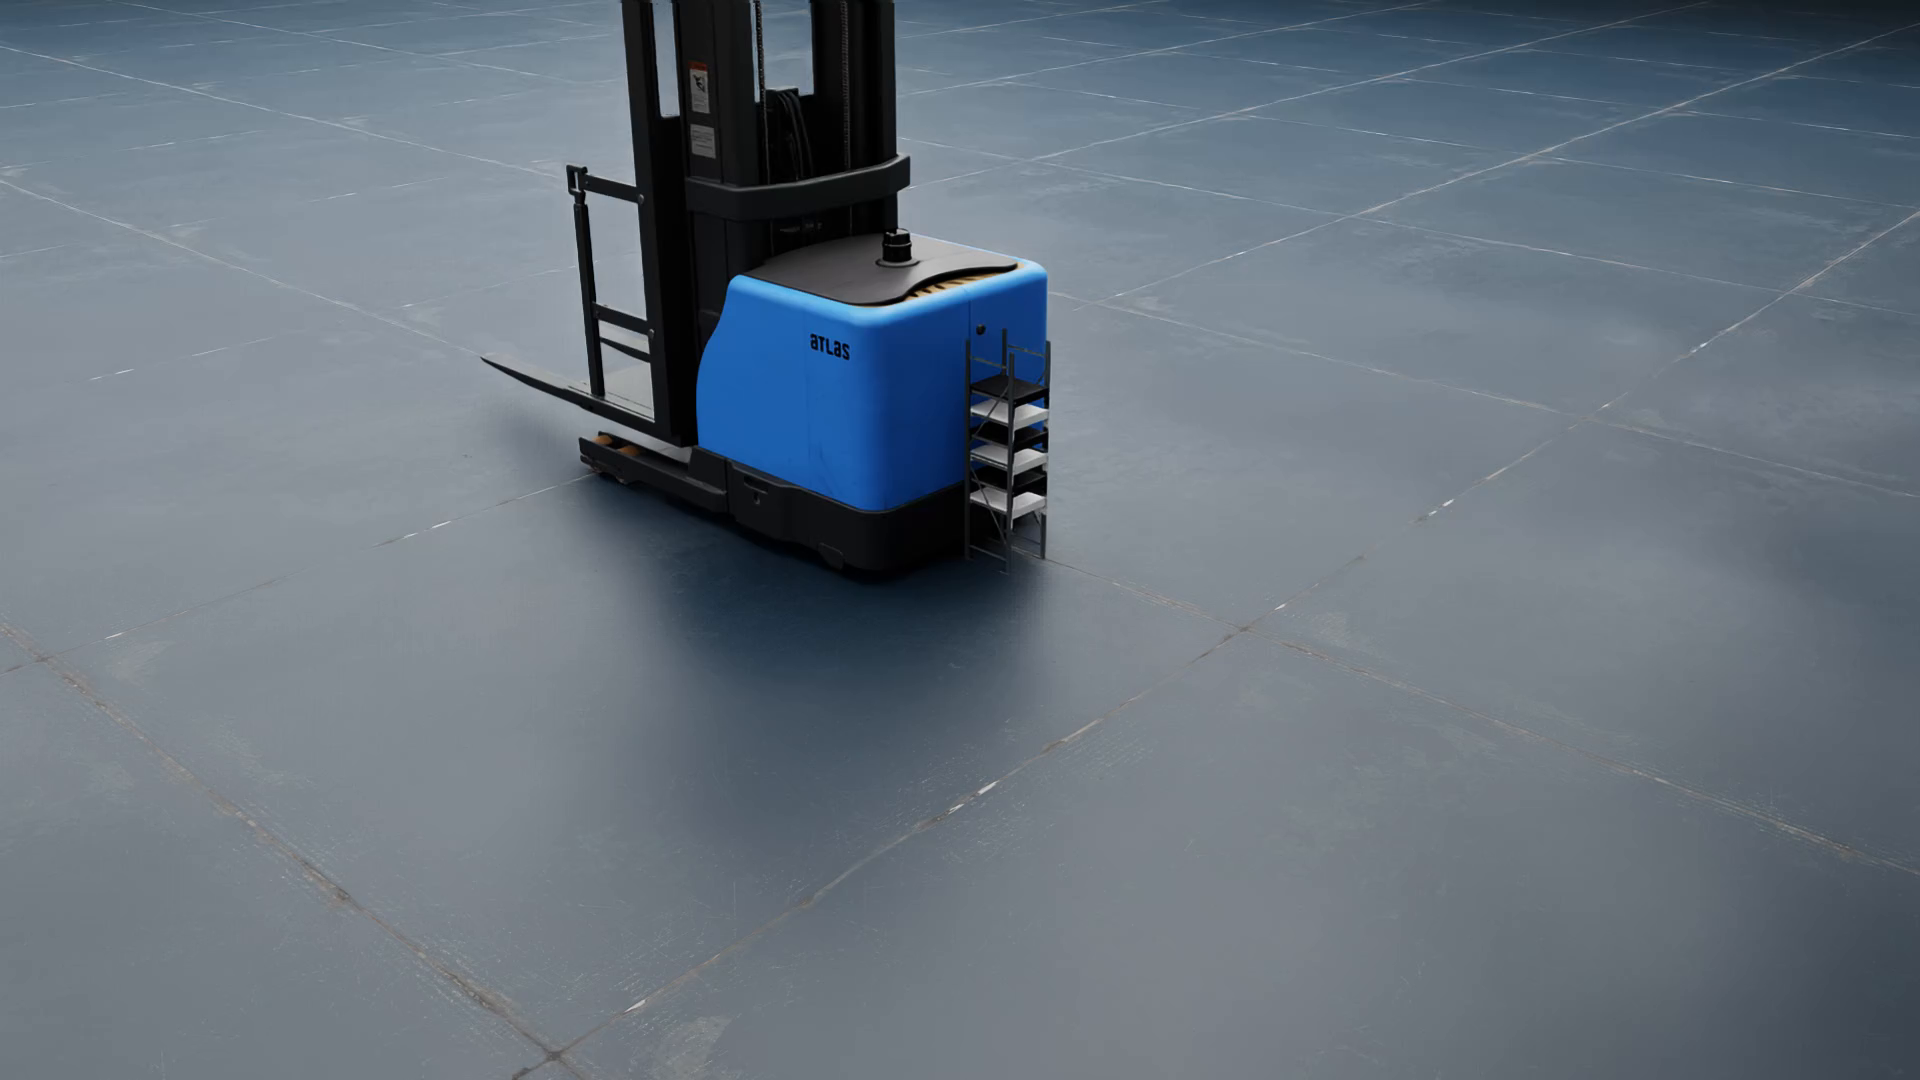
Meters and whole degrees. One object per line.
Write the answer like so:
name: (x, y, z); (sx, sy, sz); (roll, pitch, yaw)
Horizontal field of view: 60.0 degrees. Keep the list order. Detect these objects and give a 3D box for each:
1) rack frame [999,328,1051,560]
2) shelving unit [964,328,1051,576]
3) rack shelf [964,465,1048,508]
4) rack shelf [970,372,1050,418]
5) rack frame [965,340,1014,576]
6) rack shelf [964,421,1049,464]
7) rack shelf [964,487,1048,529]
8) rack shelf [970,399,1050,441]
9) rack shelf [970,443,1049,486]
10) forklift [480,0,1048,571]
rack frame: (0.249, -0.365, 6.463); (0.240, 0.900, 0.006); (21, 32, 39)
shelving unit: (0.179, -0.334, 6.395); (0.258, 0.900, 0.210); (21, 32, 39)
rack shelf: (0.179, -0.222, 6.446); (0.258, 0.077, 0.200); (21, 32, 39)
rack shelf: (0.179, -0.550, 6.298); (0.258, 0.077, 0.200); (21, 32, 39)
rack frame: (0.109, -0.304, 6.328); (0.240, 0.900, 0.006); (21, 32, 39)
rack shelf: (0.179, -0.386, 6.372); (0.258, 0.077, 0.200); (21, 32, 39)
rack shelf: (0.178, -0.140, 6.483); (0.258, 0.077, 0.200); (21, 32, 39)
rack shelf: (0.179, -0.468, 6.335); (0.258, 0.077, 0.200); (21, 32, 39)
rack shelf: (0.179, -0.304, 6.409); (0.258, 0.077, 0.200); (21, 32, 39)
forklift: (-1.053, -1.719, 7.000); (3.031, 2.935, 1.130); (21, 32, 39)
